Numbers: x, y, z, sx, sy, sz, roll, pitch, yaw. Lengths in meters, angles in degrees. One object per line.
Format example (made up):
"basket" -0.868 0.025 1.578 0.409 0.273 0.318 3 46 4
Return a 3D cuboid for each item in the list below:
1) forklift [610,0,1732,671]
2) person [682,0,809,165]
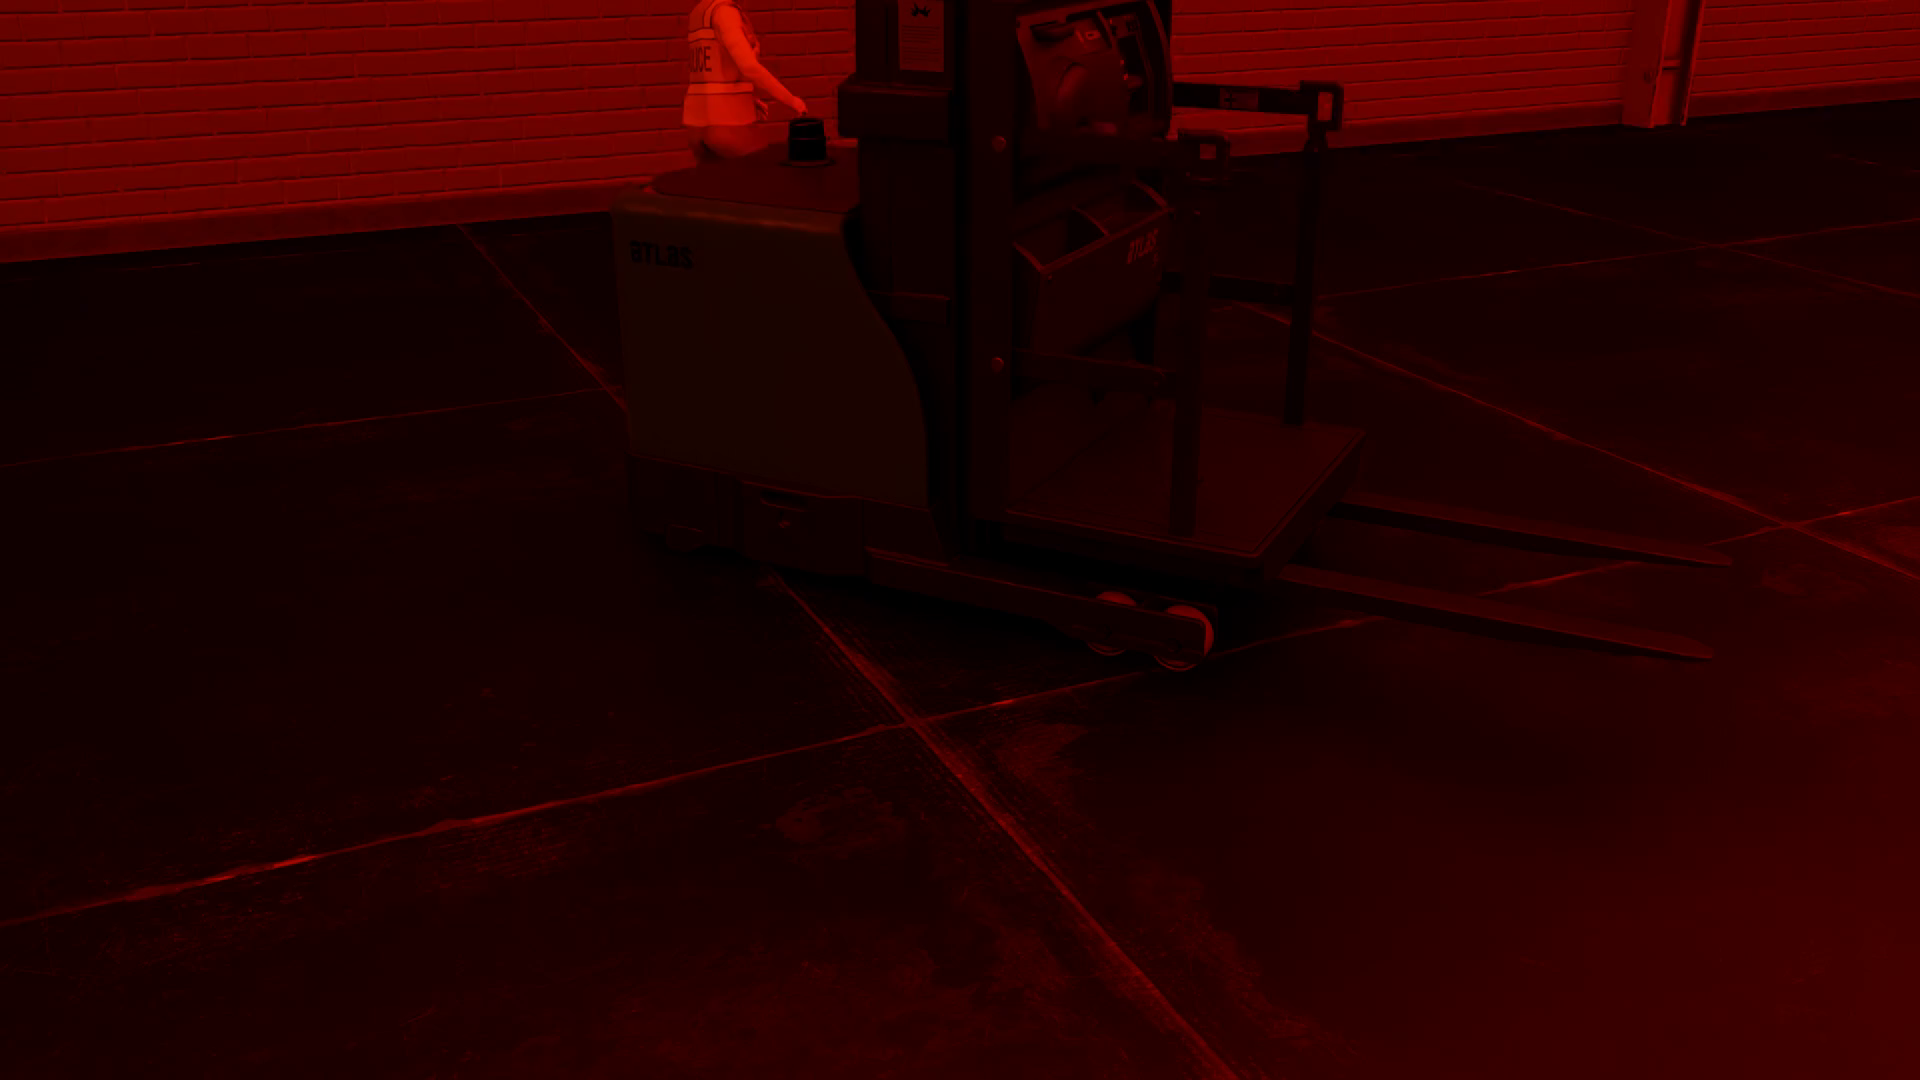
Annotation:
"forklift" 0.546 -1.249 4.292 3.031 2.935 1.130 11 25 25
"person" -0.980 -1.866 7.551 0.587 1.635 0.730 -17 28 -36
